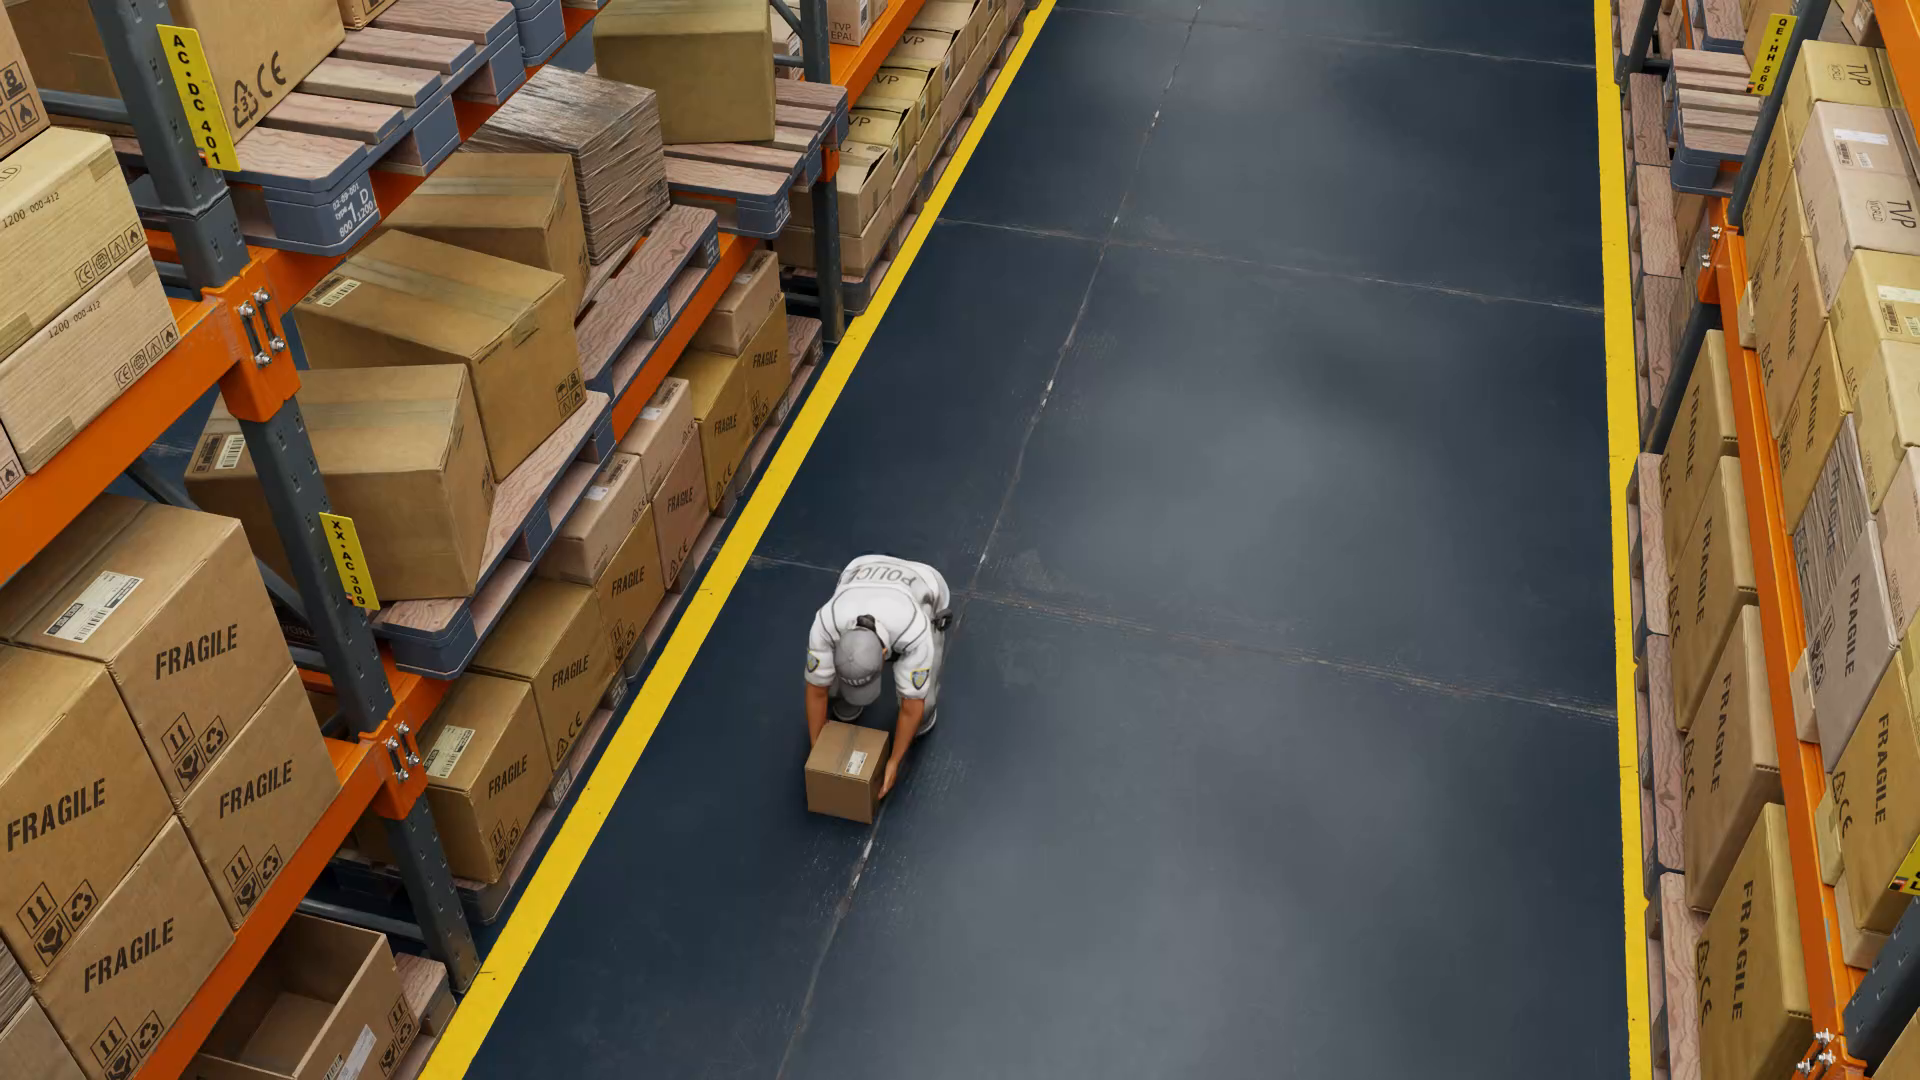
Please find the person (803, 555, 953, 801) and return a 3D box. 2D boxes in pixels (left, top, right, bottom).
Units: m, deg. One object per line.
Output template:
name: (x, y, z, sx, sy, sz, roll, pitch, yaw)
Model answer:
person: (-0.315, 0.430, 6.303, 0.524, 0.837, 0.867, 11, 42, 12)
